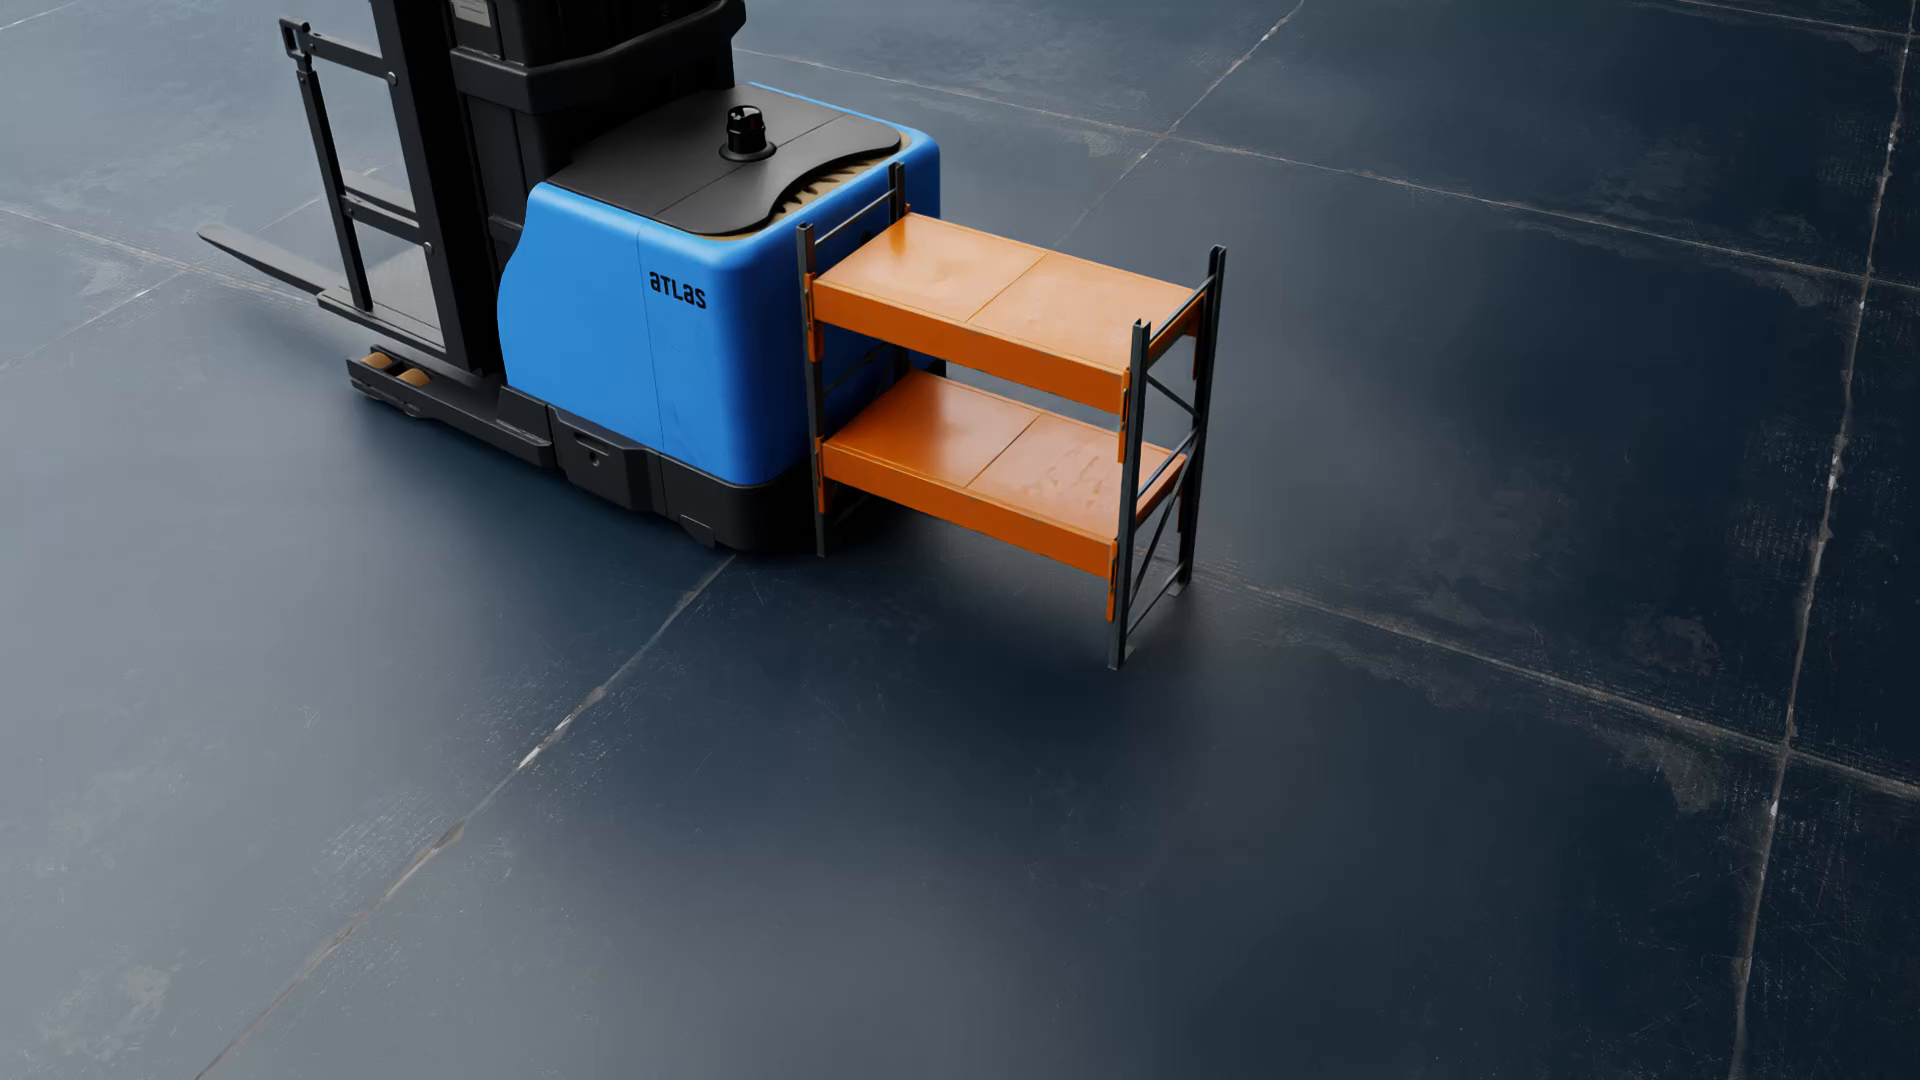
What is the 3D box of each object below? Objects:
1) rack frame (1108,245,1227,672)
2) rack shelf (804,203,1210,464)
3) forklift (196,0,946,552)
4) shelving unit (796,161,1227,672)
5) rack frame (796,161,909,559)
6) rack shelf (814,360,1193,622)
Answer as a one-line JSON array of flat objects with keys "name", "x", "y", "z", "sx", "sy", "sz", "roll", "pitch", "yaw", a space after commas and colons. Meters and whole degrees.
[{"name": "rack frame", "x": 0.566, "y": -0.205, "z": 4.590, "sx": 0.032, "sy": 1.125, "sz": 0.500, "roll": 20, "pitch": 42, "yaw": 24}, {"name": "rack shelf", "x": 0.131, "y": -0.597, "z": 4.623, "sx": 1.000, "sy": 0.278, "sz": 0.538, "roll": 20, "pitch": 42, "yaw": 24}, {"name": "forklift", "x": -1.545, "y": -1.834, "z": 5.241, "sx": 3.031, "sy": 2.935, "sz": 1.130, "roll": 23, "pitch": 43, "yaw": 27}, {"name": "shelving unit", "x": 0.131, "y": -0.364, "z": 4.800, "sx": 1.048, "sy": 1.125, "sz": 0.538, "roll": 20, "pitch": 42, "yaw": 24}, {"name": "rack frame", "x": -0.303, "y": -0.524, "z": 5.010, "sx": 0.032, "sy": 1.125, "sz": 0.500, "roll": 20, "pitch": 42, "yaw": 24}, {"name": "rack shelf", "x": 0.131, "y": -0.170, "z": 4.947, "sx": 1.000, "sy": 0.278, "sz": 0.538, "roll": 20, "pitch": 42, "yaw": 24}]
